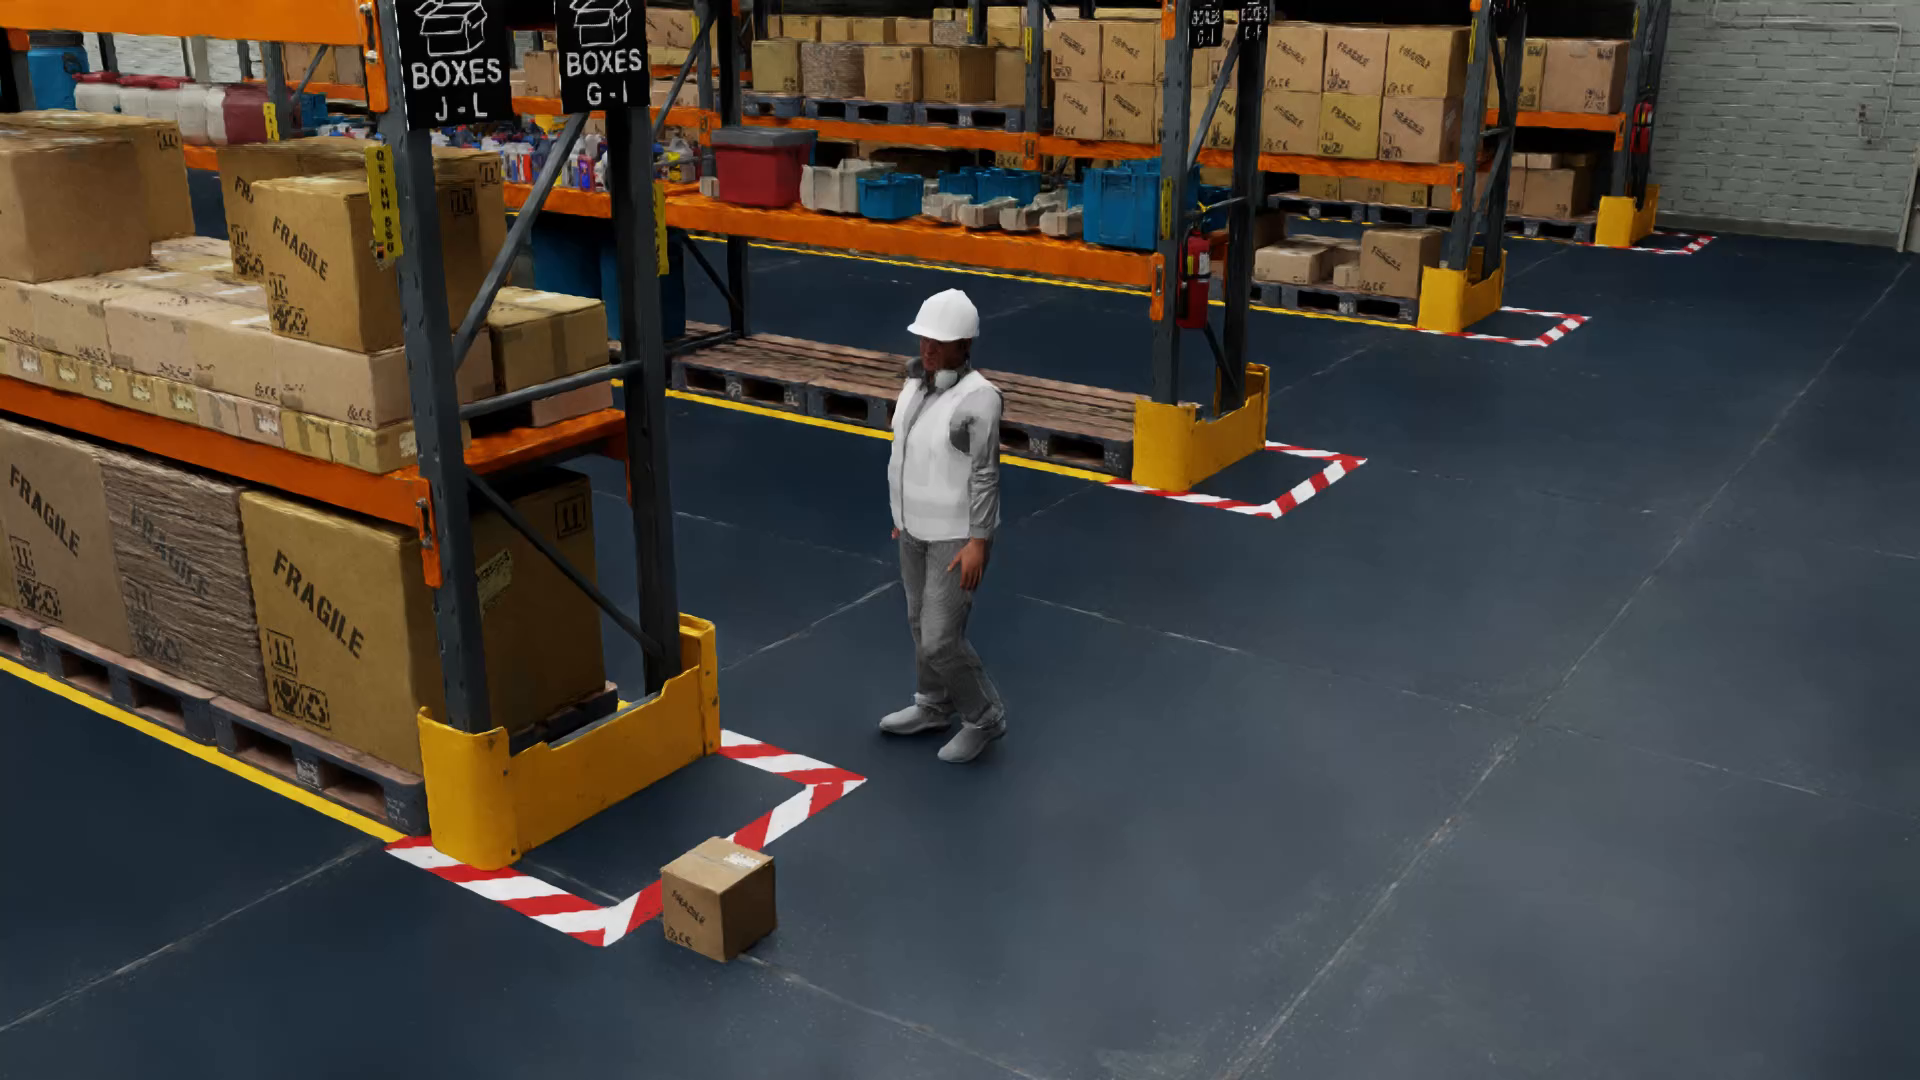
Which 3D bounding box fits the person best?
[{"bbox_3d":[-0.071,-0.041,6.168,0.365,1.804,0.565,-13,23,-31],"label":"person"}]
